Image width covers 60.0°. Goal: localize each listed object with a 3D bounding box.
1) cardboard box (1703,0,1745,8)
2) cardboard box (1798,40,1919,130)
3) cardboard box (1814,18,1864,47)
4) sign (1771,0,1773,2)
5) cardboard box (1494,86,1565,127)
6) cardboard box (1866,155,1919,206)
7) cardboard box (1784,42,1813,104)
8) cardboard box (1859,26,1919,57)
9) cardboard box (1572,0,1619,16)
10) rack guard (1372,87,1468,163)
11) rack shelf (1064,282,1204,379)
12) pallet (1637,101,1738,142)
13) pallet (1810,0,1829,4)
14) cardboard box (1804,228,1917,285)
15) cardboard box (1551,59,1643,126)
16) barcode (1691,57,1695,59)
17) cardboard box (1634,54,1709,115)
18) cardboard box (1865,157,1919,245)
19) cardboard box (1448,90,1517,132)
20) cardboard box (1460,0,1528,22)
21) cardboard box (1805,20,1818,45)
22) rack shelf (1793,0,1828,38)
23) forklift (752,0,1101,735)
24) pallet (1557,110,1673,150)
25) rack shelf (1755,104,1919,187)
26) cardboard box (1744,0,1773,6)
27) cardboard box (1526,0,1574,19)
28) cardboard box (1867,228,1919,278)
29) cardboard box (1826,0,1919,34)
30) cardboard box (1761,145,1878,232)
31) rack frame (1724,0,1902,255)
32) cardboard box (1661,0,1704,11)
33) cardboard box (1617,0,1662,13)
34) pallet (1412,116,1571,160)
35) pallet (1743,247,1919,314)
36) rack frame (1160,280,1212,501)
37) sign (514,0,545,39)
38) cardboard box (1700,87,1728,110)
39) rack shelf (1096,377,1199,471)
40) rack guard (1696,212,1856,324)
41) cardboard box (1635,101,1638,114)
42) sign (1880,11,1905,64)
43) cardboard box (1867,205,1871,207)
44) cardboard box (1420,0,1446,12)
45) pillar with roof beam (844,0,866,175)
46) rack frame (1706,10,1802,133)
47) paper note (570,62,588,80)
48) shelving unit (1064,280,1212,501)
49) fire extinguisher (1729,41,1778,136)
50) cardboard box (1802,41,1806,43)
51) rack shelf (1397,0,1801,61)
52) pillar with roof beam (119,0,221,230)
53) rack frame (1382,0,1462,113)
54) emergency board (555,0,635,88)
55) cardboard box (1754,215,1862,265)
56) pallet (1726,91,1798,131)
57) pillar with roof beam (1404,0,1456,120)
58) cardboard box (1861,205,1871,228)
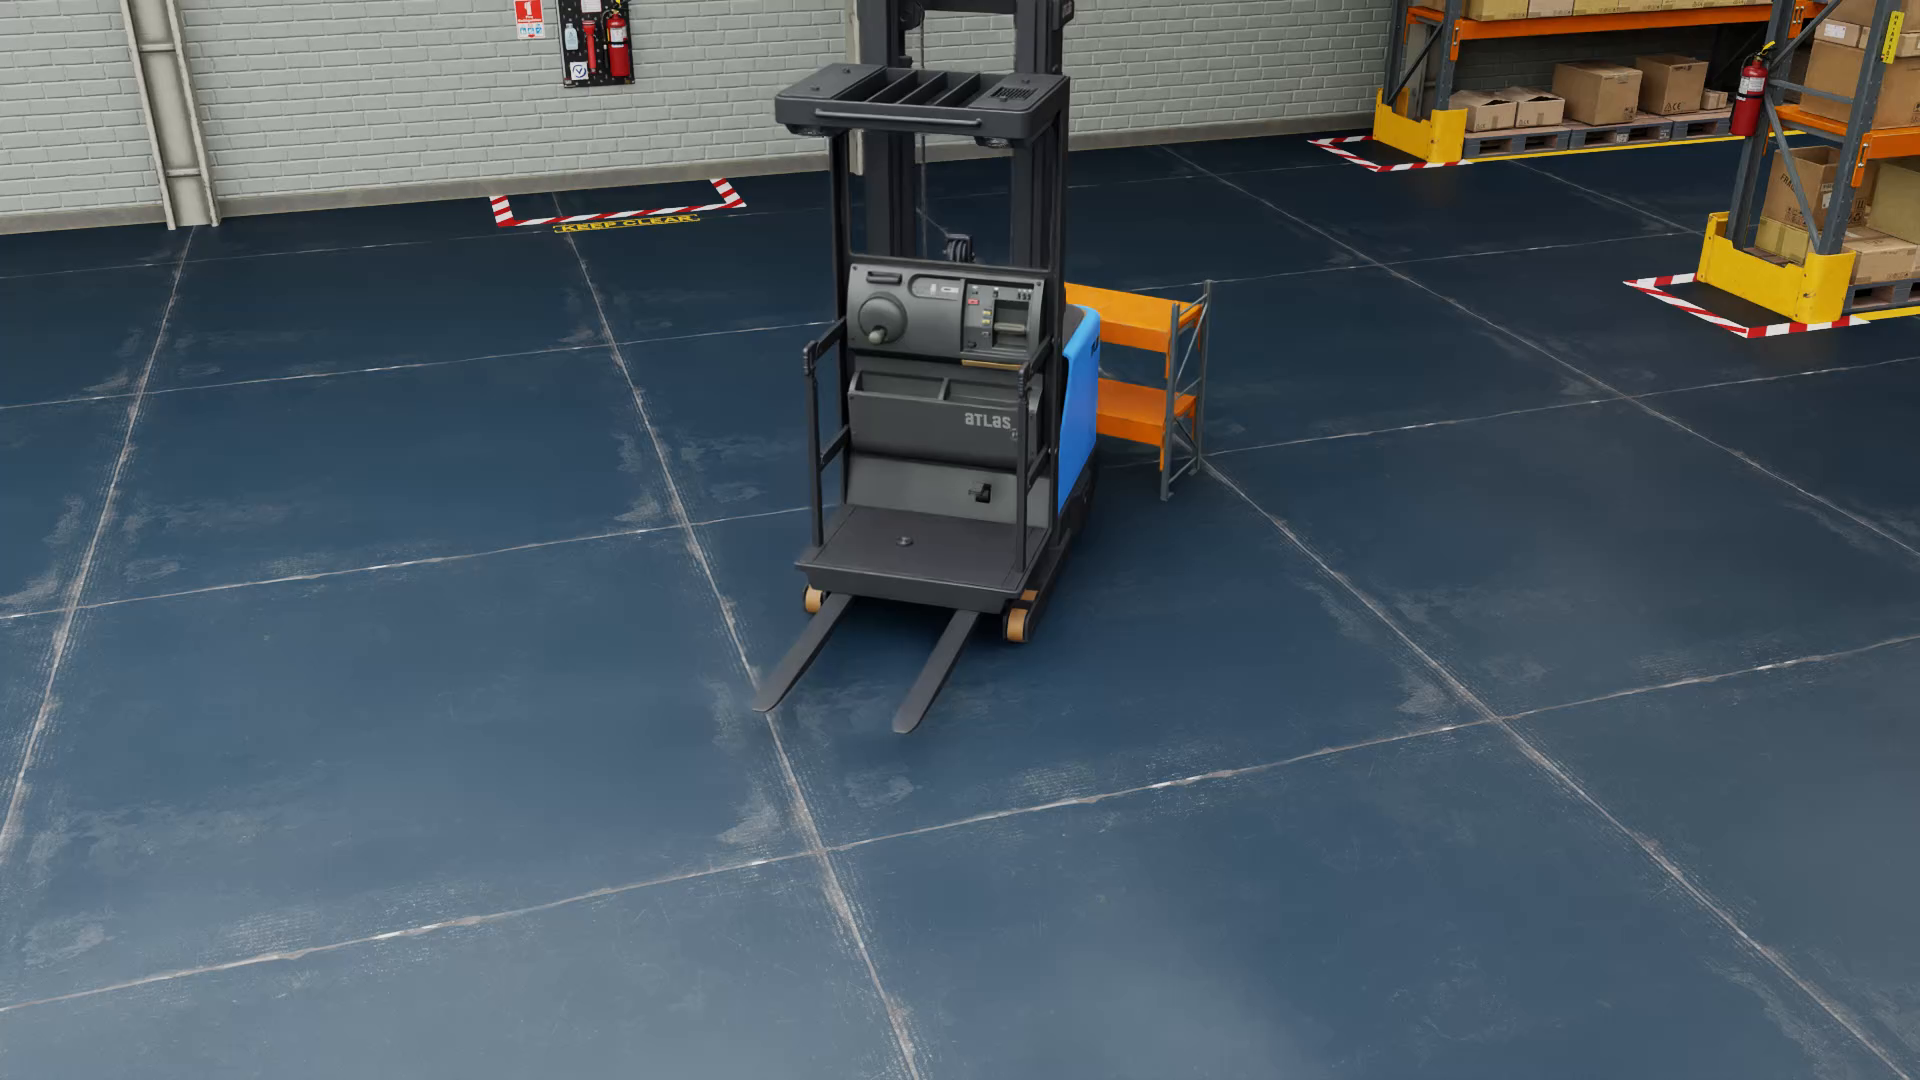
[{"bbox_3d":[7.451,-5.474,16.550,0.500,0.250,0.500,-8,28,-16],"label":"cardboard box"},{"bbox_3d":[6.466,-3.250,11.811,0.500,0.500,0.700,-8,28,-16],"label":"cardboard box"},{"bbox_3d":[6.322,-3.615,11.816,0.250,0.149,0.380,-9,28,-17],"label":"cardboard box"},{"bbox_3d":[5.863,-4.002,11.870,0.005,0.325,0.100,-8,28,-16],"label":"sign"},{"bbox_3d":[5.708,-4.369,16.706,0.500,0.311,0.500,-6,27,-12],"label":"cardboard box"},{"bbox_3d":[7.382,-2.782,12.758,0.500,0.500,0.500,-8,28,-16],"label":"cardboard box"},{"bbox_3d":[8.979,-4.977,17.718,0.500,0.500,0.700,-7,27,-14],"label":"cardboard box"},{"bbox_3d":[6.458,-3.445,11.474,0.250,0.149,0.380,-8,28,-16],"label":"cardboard box"},{"bbox_3d":[6.018,-5.260,16.119,0.500,0.250,0.500,-9,28,-17],"label":"cardboard box"},{"bbox_3d":[4.553,-4.131,16.509,0.348,0.500,1.175,-8,28,-16],"label":"rack guard"},{"bbox_3d":[0.800,-1.193,9.230,1.000,0.278,0.538,14,30,26],"label":"rack shelf"},{"bbox_3d":[7.656,-4.435,17.446,1.213,0.211,1.003,-8,28,-16],"label":"pallet"},{"bbox_3d":[9.056,-5.749,17.173,1.213,0.211,1.003,-8,28,-16],"label":"pallet"},{"bbox_3d":[6.597,-2.083,12.192,0.500,0.250,0.500,-8,28,-16],"label":"cardboard box"},{"bbox_3d":[6.421,-4.533,16.825,0.500,0.500,0.700,-10,28,-19],"label":"cardboard box"},{"bbox_3d":[7.696,-5.039,17.483,0.075,0.075,0.001,-8,28,-16],"label":"barcode"},{"bbox_3d":[7.309,-4.709,17.178,0.500,0.500,0.500,-10,28,-20],"label":"cardboard box"},{"bbox_3d":[7.072,-2.488,12.165,0.500,0.500,0.500,-8,28,-16],"label":"cardboard box"},{"bbox_3d":[5.166,-4.290,16.548,0.500,0.311,0.500,-12,29,-22],"label":"cardboard box"},{"bbox_3d":[5.043,-5.115,15.826,0.500,0.250,0.500,-9,28,-18],"label":"cardboard box"},{"bbox_3d":[9.396,-5.375,17.677,0.500,0.250,0.500,-9,28,-17],"label":"cardboard box"},{"bbox_3d":[10.186,-5.744,17.757,4.000,0.370,1.077,-8,28,-16],"label":"rack shelf"},{"bbox_3d":[-0.127,-1.023,7.515,1.130,2.935,3.031,7,27,14],"label":"forklift"},{"bbox_3d":[6.494,-4.265,17.104,1.213,0.211,1.003,-8,28,-16],"label":"pallet"},{"bbox_3d":[7.920,-3.100,12.429,4.000,0.370,1.077,-8,28,-16],"label":"rack shelf"},{"bbox_3d":[7.927,-5.540,16.681,0.500,0.250,0.500,-8,28,-16],"label":"cardboard box"},{"bbox_3d":[5.532,-5.193,15.982,0.500,0.250,0.500,-9,28,-18],"label":"cardboard box"},{"bbox_3d":[7.071,-2.153,12.334,0.500,0.250,0.500,-8,28,-16],"label":"cardboard box"},{"bbox_3d":[6.516,-3.838,11.537,0.500,0.500,0.700,-8,28,-16],"label":"cardboard box"},{"bbox_3d":[6.436,-2.639,12.468,0.500,0.500,0.500,-8,28,-16],"label":"cardboard box"},{"bbox_3d":[6.018,-3.146,11.715,0.127,3.000,1.000,-8,28,-16],"label":"rack frame"},{"bbox_3d":[6.978,-5.399,16.397,0.500,0.250,0.500,-8,28,-16],"label":"cardboard box"},{"bbox_3d":[6.500,-5.329,16.257,0.500,0.250,0.500,-8,28,-16],"label":"cardboard box"},{"bbox_3d":[5.336,-4.099,16.769,1.213,0.211,1.003,-8,28,-16],"label":"pallet"},{"bbox_3d":[6.732,-2.021,12.582,1.213,0.211,1.003,-8,28,-16],"label":"pallet"},{"bbox_3d":[1.243,-0.820,9.137,0.032,1.125,0.500,14,30,26],"label":"rack frame"},{"bbox_3d":[-3.746,-4.536,14.473,0.234,0.329,0.001,-8,28,-16],"label":"sign"},{"bbox_3d":[7.784,-4.633,17.400,0.250,0.166,0.380,-12,29,-23],"label":"cardboard box"},{"bbox_3d":[0.800,-0.712,9.469,1.000,0.278,0.538,14,30,26],"label":"rack shelf"},{"bbox_3d":[5.995,-2.024,12.264,0.348,0.500,1.175,-8,28,-16],"label":"rack guard"},{"bbox_3d":[6.757,-4.500,17.151,0.250,0.149,0.380,-11,28,-20],"label":"cardboard box"},{"bbox_3d":[6.184,-3.334,11.030,0.005,0.325,0.100,-8,28,-16],"label":"sign"},{"bbox_3d":[7.383,-2.445,12.922,0.500,0.250,0.500,-8,28,-16],"label":"cardboard box"},{"bbox_3d":[4.865,-5.329,16.256,0.500,0.250,0.500,-8,27,-15],"label":"cardboard box"},{"bbox_3d":[0.506,-5.743,10.199,0.400,9.000,9.100,-8,28,-16],"label":"pillar with roof beam"},{"bbox_3d":[8.284,-5.791,17.042,0.127,3.000,1.000,-8,28,-16],"label":"rack frame"},{"bbox_3d":[-3.378,-4.162,14.752,0.142,0.148,0.016,-8,28,-16],"label":"paper note"},{"bbox_3d":[0.800,-0.931,9.360,1.048,1.125,0.538,14,30,26],"label":"shelving unit"},{"bbox_3d":[5.762,-3.292,12.095,0.183,0.674,0.296,-8,28,-16],"label":"fire extinguisher"},{"bbox_3d":[9.454,-5.069,17.904,0.500,0.500,0.700,-9,28,-17],"label":"cardboard box"},{"bbox_3d":[6.382,-5.194,16.647,4.000,0.370,1.077,-8,28,-16],"label":"rack shelf"},{"bbox_3d":[-5.199,-4.917,8.534,0.400,9.000,9.100,-8,28,-16],"label":"pillar with roof beam"},{"bbox_3d":[4.481,-5.240,15.932,0.127,3.000,1.000,-8,28,-16],"label":"rack frame"},{"bbox_3d":[-3.188,-4.552,14.546,0.643,1.169,0.194,-8,28,-16],"label":"emergency board"},{"bbox_3d":[6.437,-2.302,12.633,0.500,0.250,0.500,-8,28,-16],"label":"cardboard box"},{"bbox_3d":[9.024,-4.650,17.879,1.213,0.211,1.003,-8,28,-16],"label":"pallet"},{"bbox_3d":[6.211,-6.569,11.863,0.400,9.000,9.100,-8,28,-16],"label":"pillar with roof beam"},{"bbox_3d":[6.908,-2.376,12.782,0.500,0.250,0.500,-8,28,-16],"label":"cardboard box"}]
